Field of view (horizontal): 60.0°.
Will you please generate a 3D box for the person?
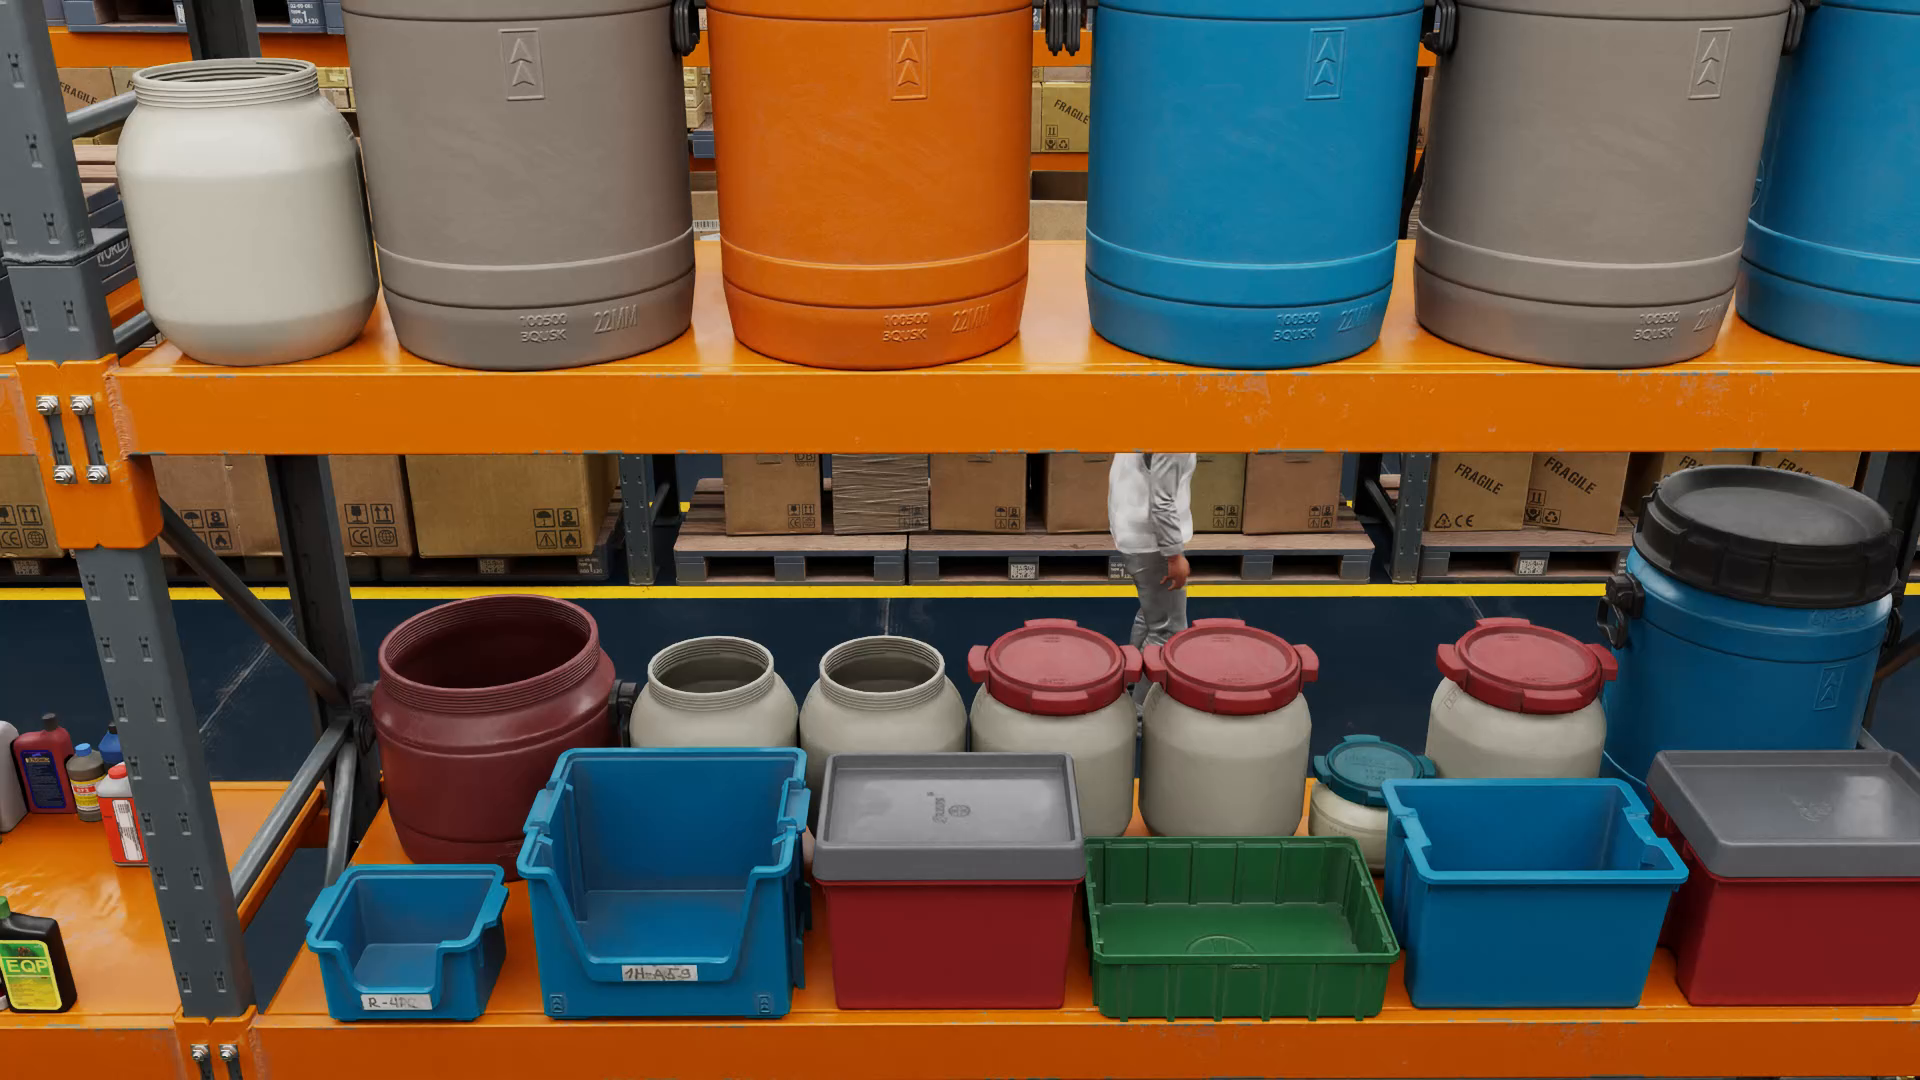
[{"bbox_3d":[0.864,-0.021,7.116,0.464,1.771,0.581,0,24,-1],"label":"person"}]
